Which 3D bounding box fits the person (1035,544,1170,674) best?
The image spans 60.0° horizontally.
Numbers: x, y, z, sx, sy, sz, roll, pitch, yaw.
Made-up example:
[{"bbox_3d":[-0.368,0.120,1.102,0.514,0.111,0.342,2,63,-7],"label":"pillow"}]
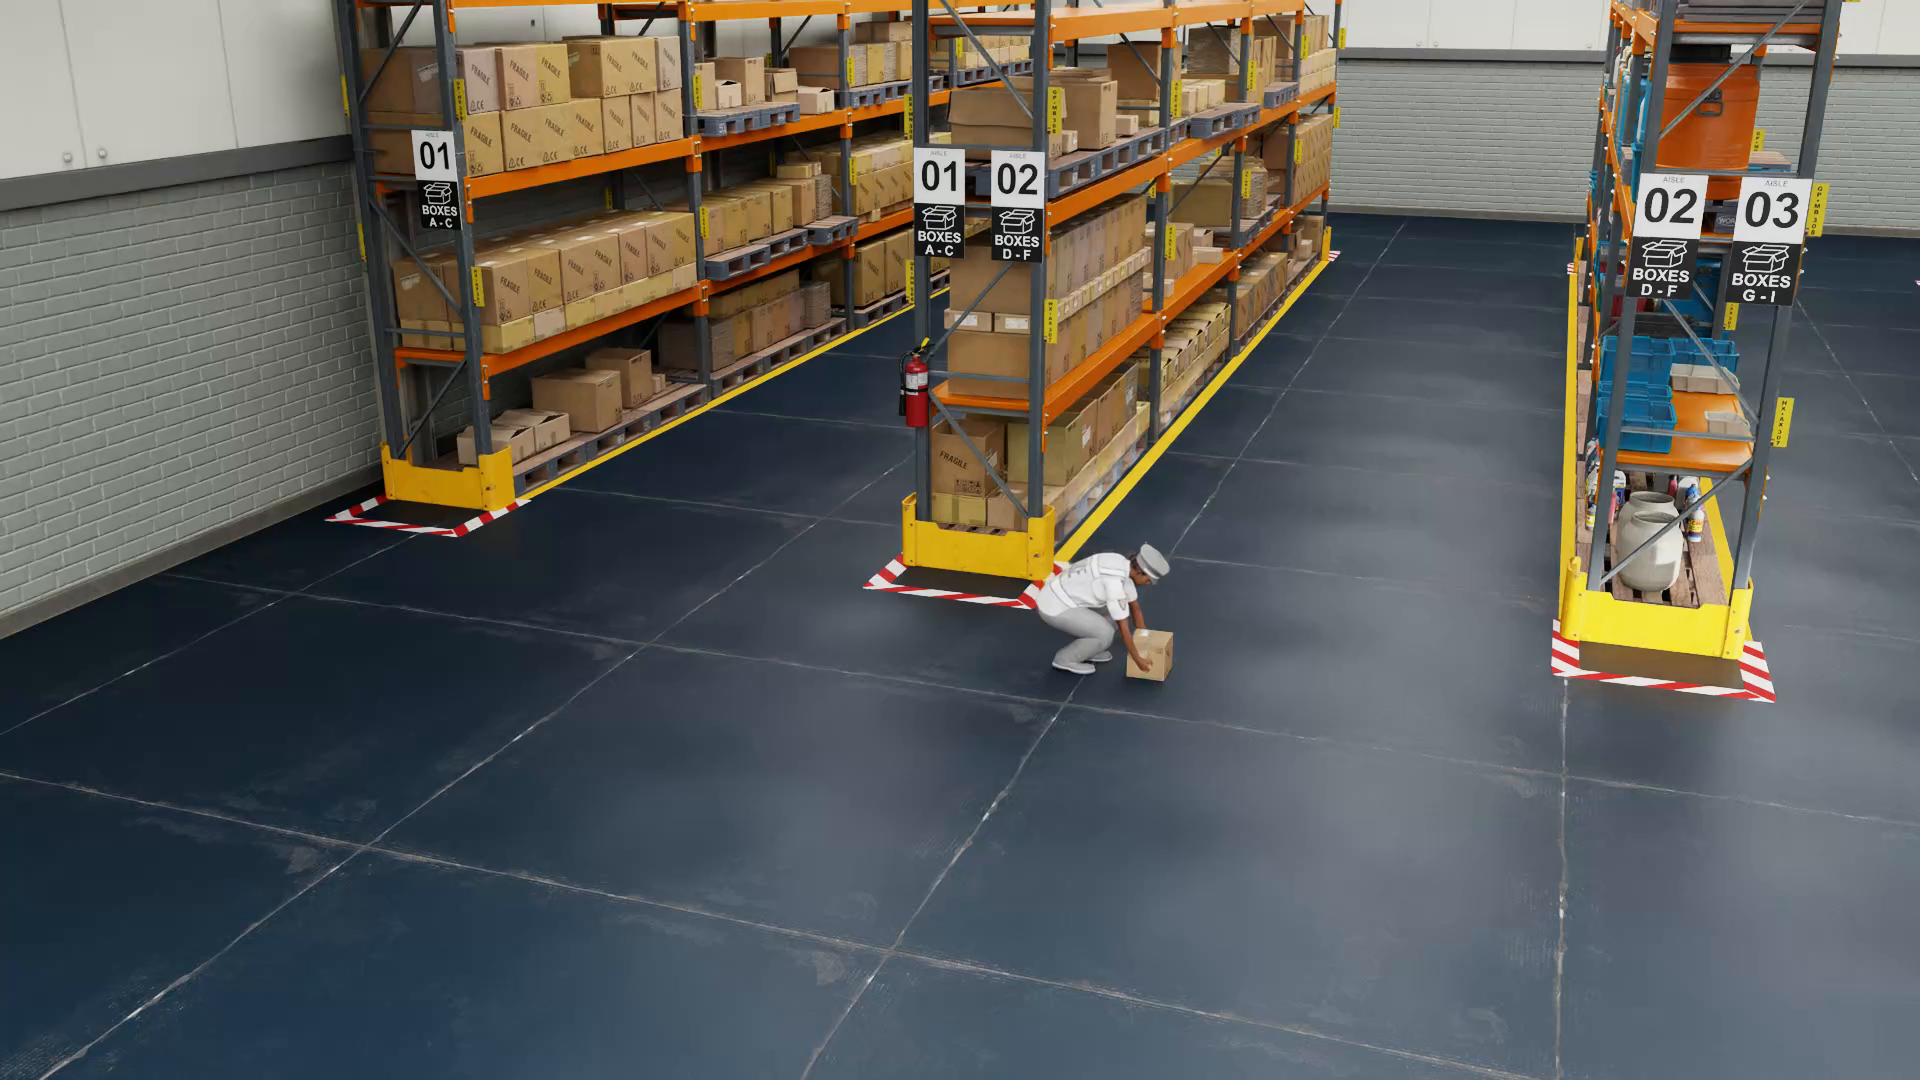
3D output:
[{"bbox_3d":[0.941,0.440,11.026,0.866,0.865,0.482,6,20,18],"label":"person"}]
